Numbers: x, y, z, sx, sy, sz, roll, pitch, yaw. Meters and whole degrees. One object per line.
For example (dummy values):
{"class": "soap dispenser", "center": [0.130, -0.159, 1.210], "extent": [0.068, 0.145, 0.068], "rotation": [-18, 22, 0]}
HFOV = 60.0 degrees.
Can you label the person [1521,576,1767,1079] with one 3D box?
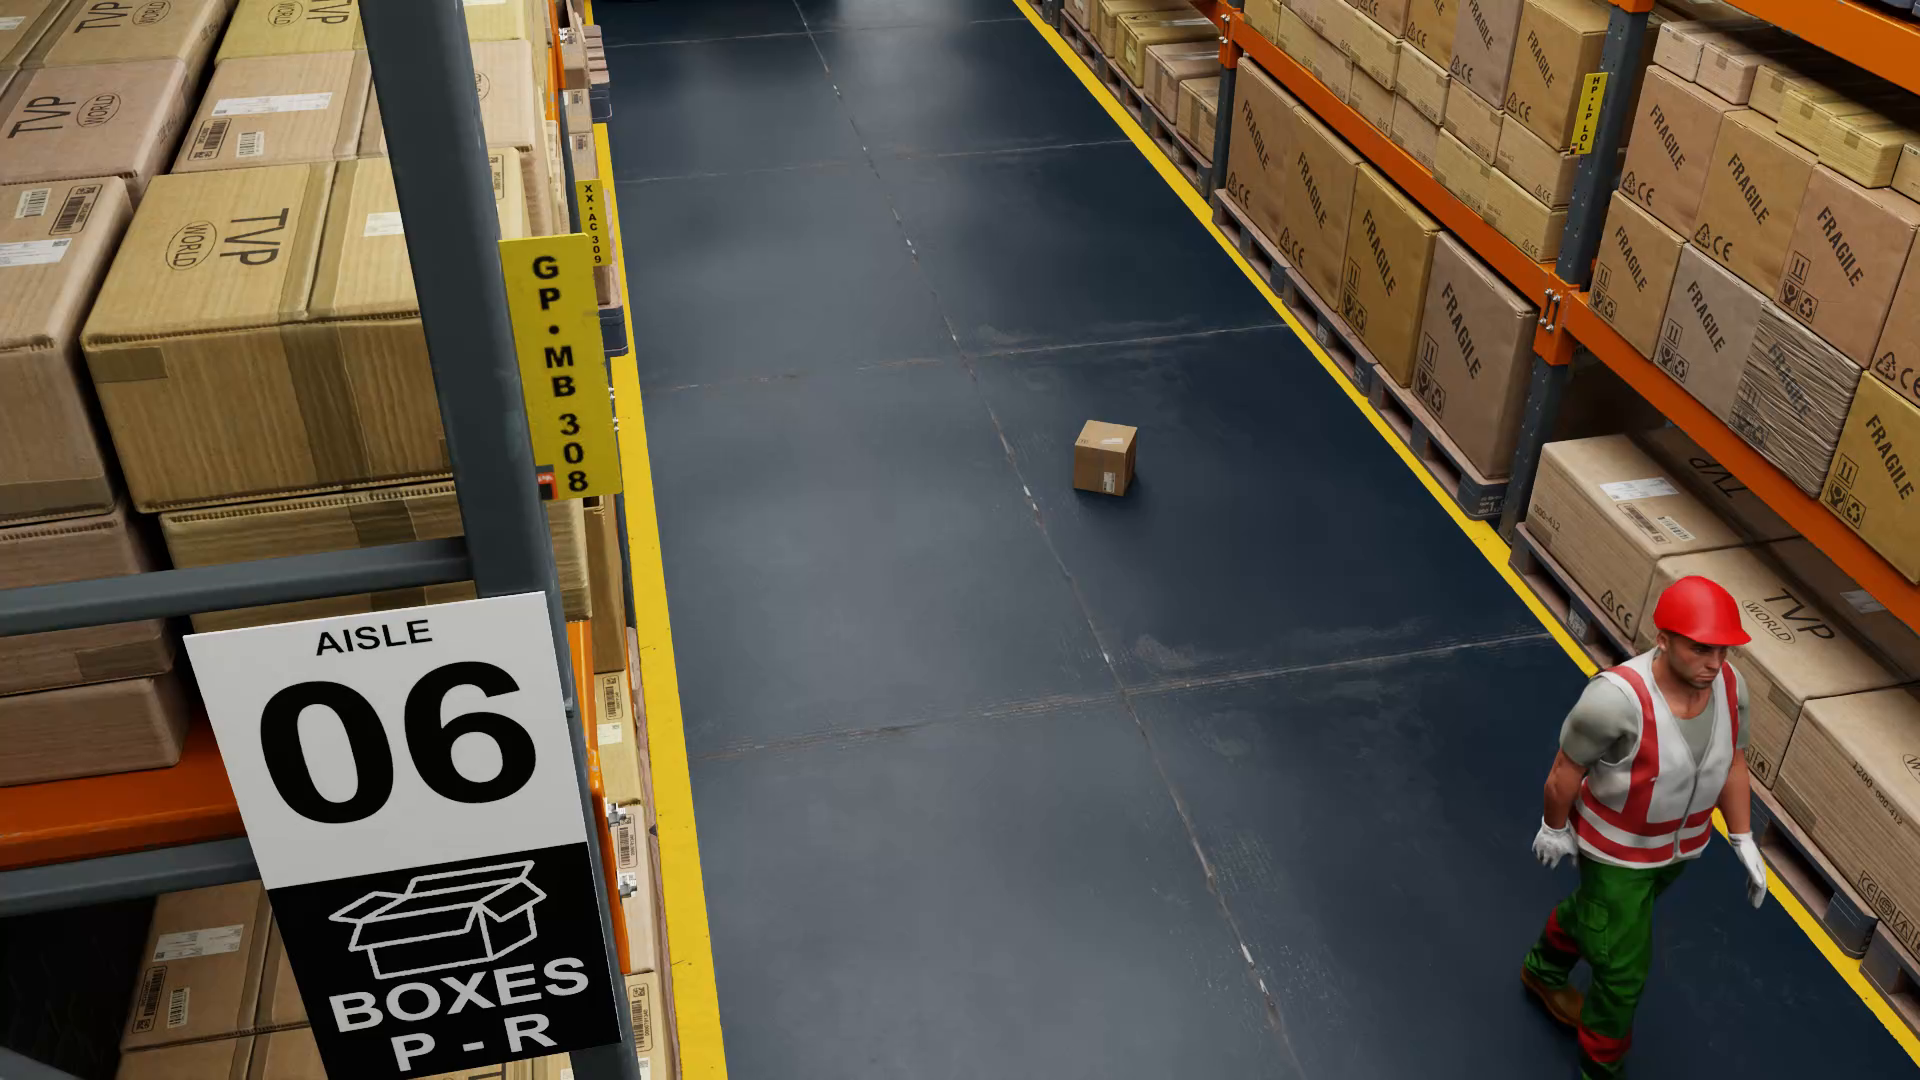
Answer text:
{"class": "person", "center": [2.003, 0.925, 4.739], "extent": [0.539, 1.796, 0.787], "rotation": [-12, 36, -18]}
